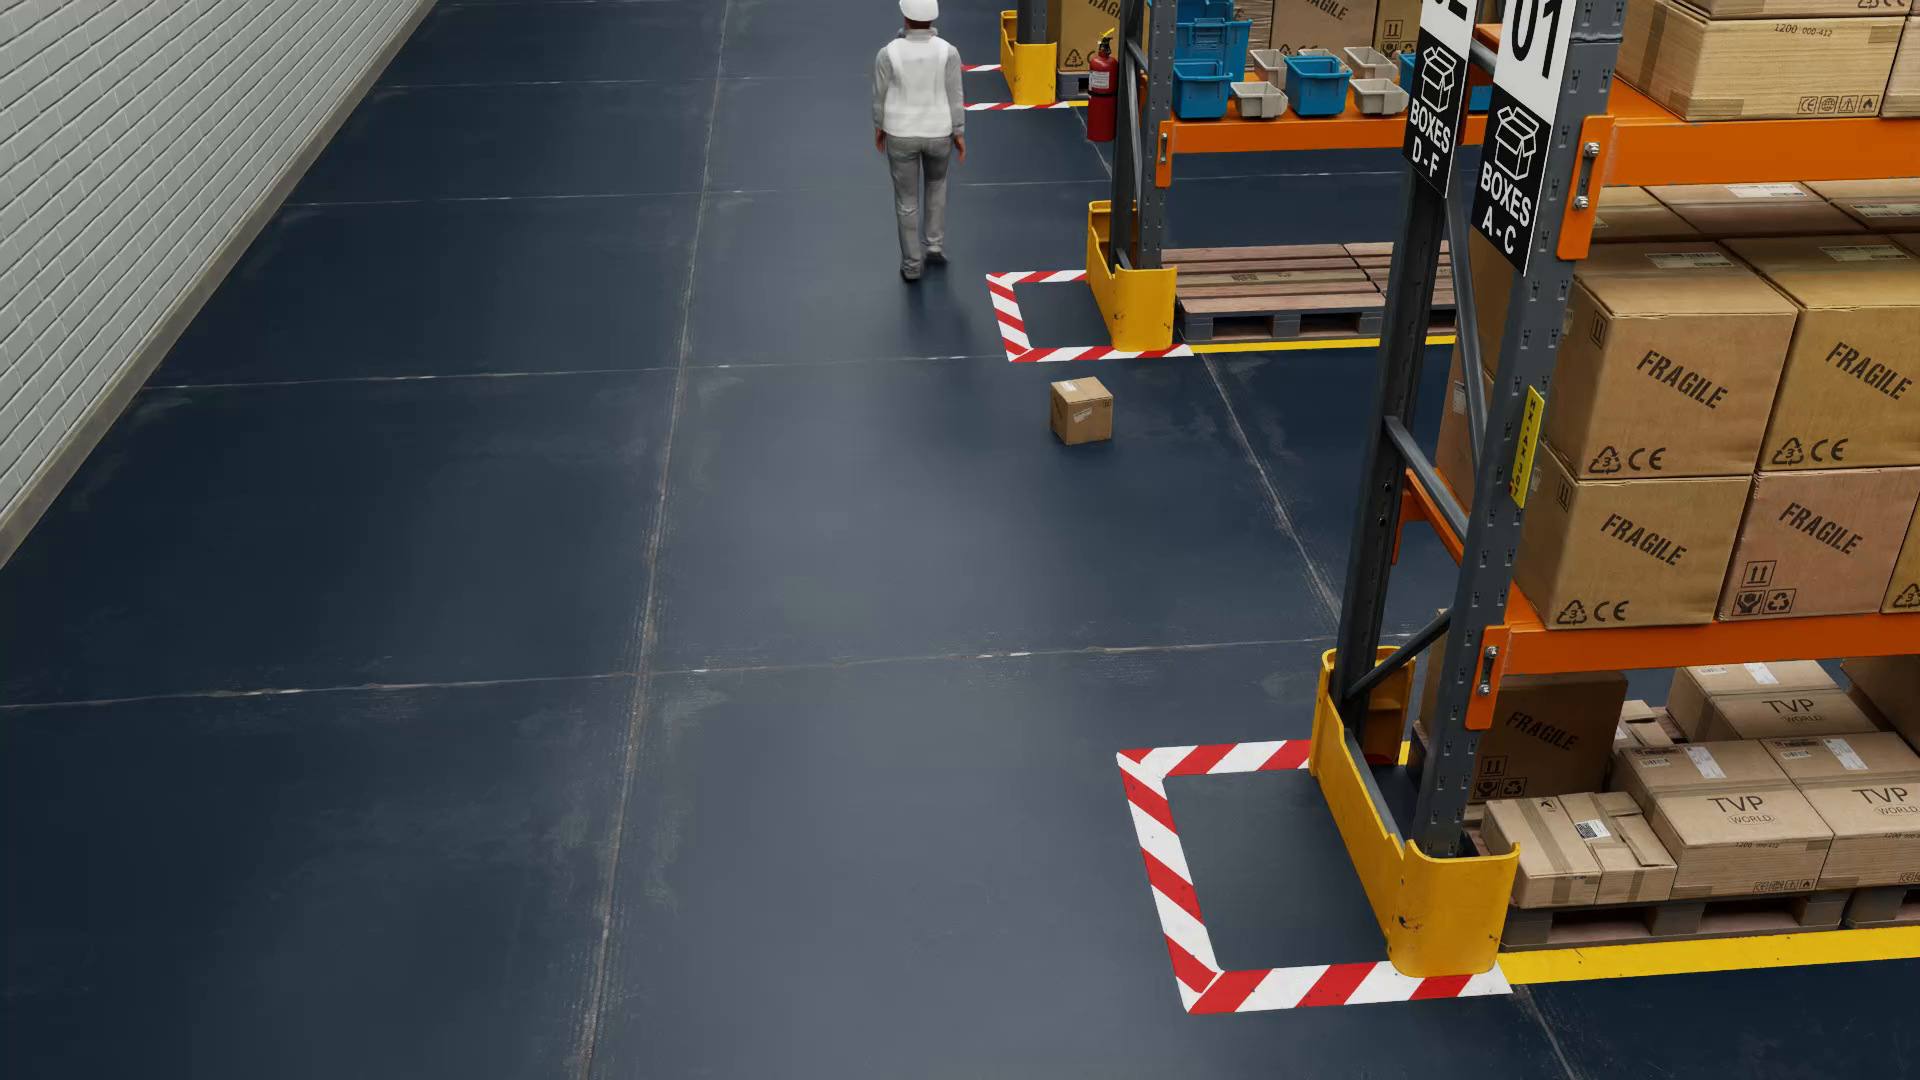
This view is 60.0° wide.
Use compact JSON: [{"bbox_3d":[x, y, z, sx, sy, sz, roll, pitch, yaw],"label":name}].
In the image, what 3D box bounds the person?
[{"bbox_3d":[-0.262,-2.499,10.302,0.566,1.831,0.534,-5,31,-9],"label":"person"}]
